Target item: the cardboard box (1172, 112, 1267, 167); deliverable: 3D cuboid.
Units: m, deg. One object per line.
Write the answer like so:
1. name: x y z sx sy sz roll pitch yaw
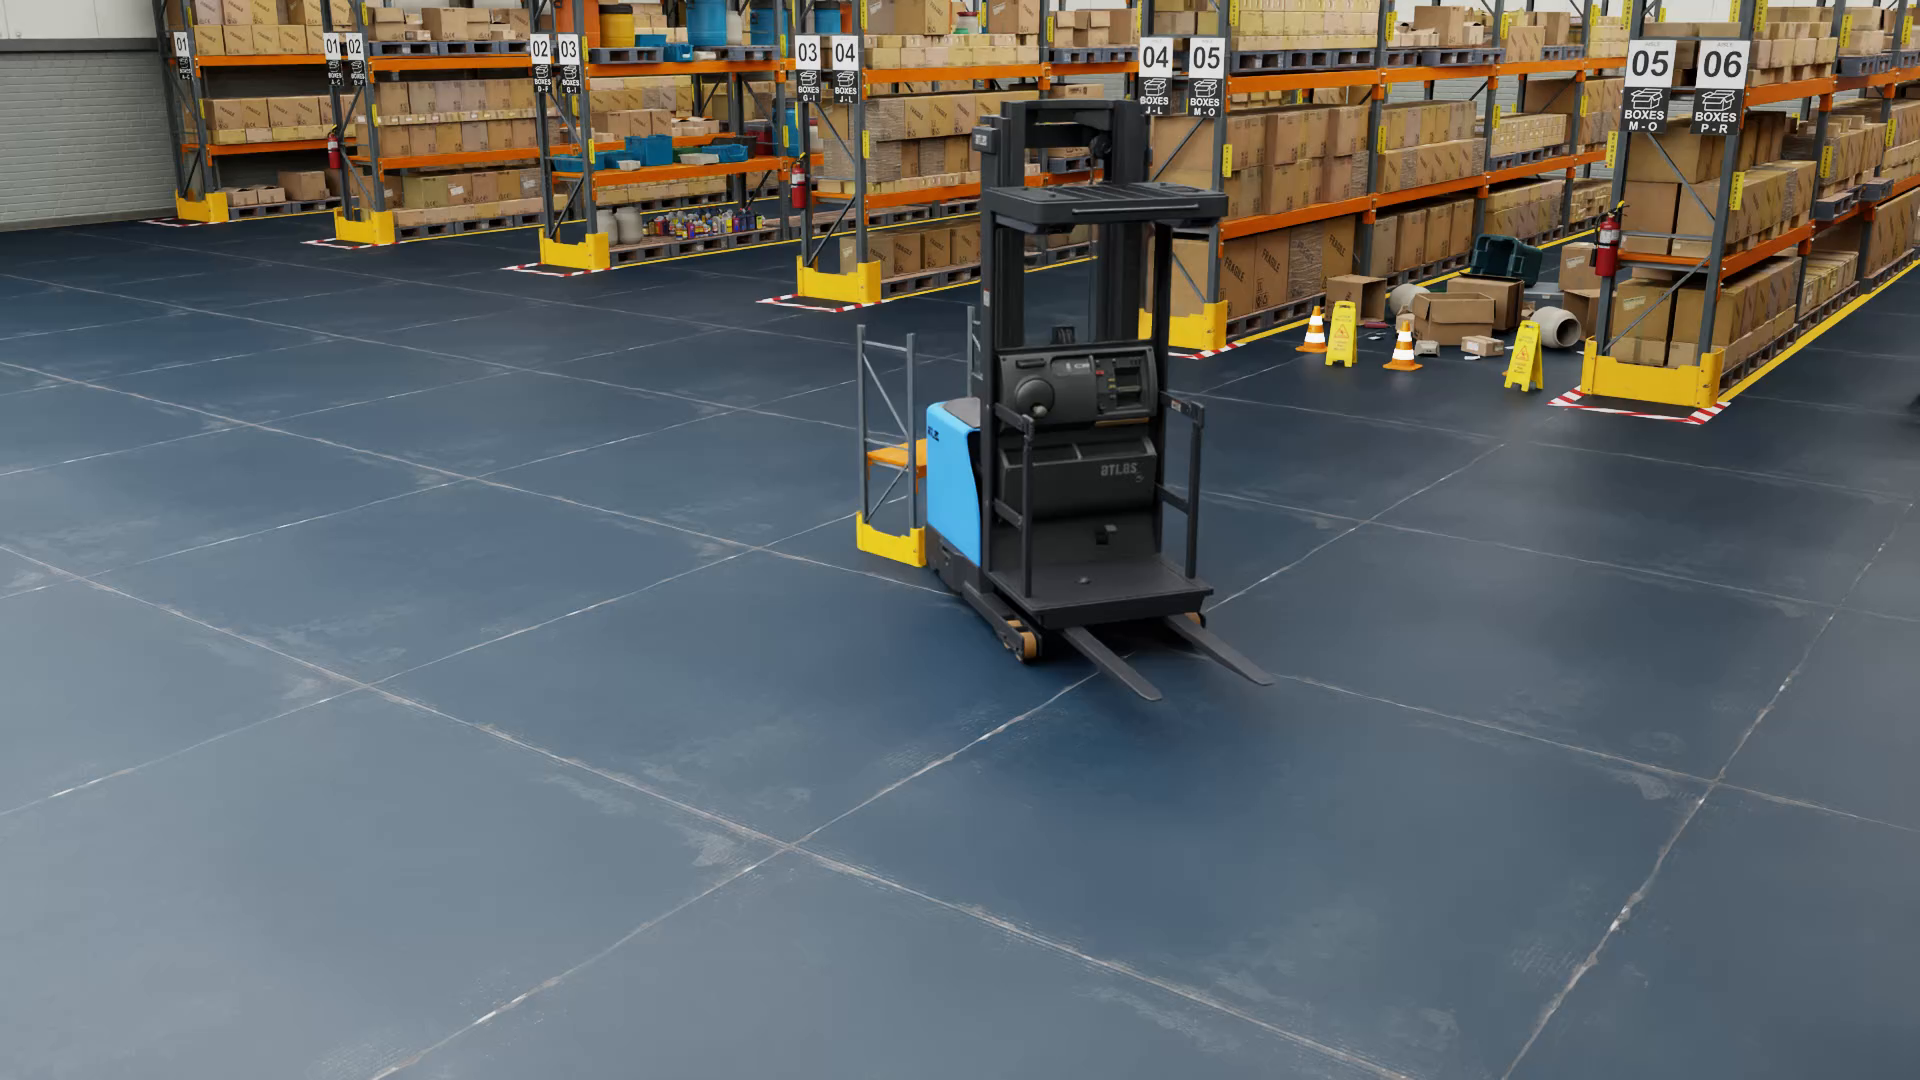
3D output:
1. cardboard box: 2.845 -4.413 18.323 0.875 0.550 0.550 12 21 35

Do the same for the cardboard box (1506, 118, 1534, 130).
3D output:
1. cardboard box: 8.470 -6.315 25.233 0.380 0.149 0.250 12 21 34

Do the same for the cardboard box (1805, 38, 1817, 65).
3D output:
1. cardboard box: 8.095 -4.810 16.368 0.500 0.250 0.500 12 21 34

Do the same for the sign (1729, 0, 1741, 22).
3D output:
1. sign: 8.310 -5.664 17.830 0.100 0.325 0.005 12 21 35

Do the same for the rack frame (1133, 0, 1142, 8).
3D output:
1. rack frame: 3.182 -9.268 25.915 1.000 3.000 0.127 12 21 35

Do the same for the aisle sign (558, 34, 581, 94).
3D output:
1. aisle sign: -5.370 -6.545 22.879 0.394 0.787 0.004 12 21 35

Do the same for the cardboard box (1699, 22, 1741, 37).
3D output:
1. cardboard box: 6.750 -4.488 14.660 0.380 0.149 0.250 12 21 34

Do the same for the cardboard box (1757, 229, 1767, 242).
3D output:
1. cardboard box: 7.711 -3.033 16.377 0.380 0.149 0.250 12 21 33

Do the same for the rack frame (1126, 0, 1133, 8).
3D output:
1. rack frame: 3.971 -12.049 34.869 1.000 3.000 0.127 12 21 35

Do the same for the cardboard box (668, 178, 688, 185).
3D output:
1. cardboard box: -5.493 -6.897 31.377 0.500 0.311 0.500 12 21 34

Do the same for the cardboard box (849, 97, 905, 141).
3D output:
1. cardboard box: -1.038 -5.248 20.728 0.500 0.500 0.500 12 21 35

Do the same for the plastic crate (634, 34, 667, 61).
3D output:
1. plastic crate: -4.668 -7.305 24.678 0.392 0.384 0.575 12 21 35

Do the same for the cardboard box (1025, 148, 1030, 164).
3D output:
1. cardboard box: 0.481 -5.544 23.367 0.875 0.500 0.500 12 21 35

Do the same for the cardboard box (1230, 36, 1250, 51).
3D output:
1. cardboard box: 2.801 -5.183 17.364 0.380 0.149 0.250 13 21 35

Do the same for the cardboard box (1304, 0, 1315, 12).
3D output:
1. cardboard box: 3.704 -5.925 18.411 0.380 0.149 0.250 13 21 35

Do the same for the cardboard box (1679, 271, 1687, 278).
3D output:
1. cardboard box: 6.960 -2.697 16.441 0.380 0.149 0.250 13 21 36

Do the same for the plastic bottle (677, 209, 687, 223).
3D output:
1. plastic bottle: -4.359 -5.005 26.029 0.144 0.351 0.185 12 21 34

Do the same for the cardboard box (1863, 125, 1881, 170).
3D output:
1. cardboard box: 10.794 -4.760 20.134 0.500 0.500 0.500 12 21 34

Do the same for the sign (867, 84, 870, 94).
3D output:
1. sign: -1.940 -9.563 35.027 0.100 0.325 0.005 12 21 35

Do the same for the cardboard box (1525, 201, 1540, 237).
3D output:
1. cardboard box: 8.635 -4.997 25.786 0.500 0.500 0.500 12 21 34

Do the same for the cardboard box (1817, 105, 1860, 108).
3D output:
1. cardboard box: 11.538 -5.470 21.946 0.500 0.500 0.500 13 21 36

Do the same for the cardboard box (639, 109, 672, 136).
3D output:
1. cardboard box: -5.758 -7.799 31.133 0.500 0.500 0.500 11 20 32

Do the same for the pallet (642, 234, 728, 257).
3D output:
1. pallet: -4.339 -4.549 25.537 1.003 0.211 1.213 12 21 35

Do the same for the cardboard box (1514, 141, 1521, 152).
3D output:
1. cardboard box: 8.171 -5.910 24.934 0.380 0.149 0.250 13 22 36

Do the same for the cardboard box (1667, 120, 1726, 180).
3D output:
1. cardboard box: 6.811 -3.693 15.722 0.700 0.500 0.500 13 21 35

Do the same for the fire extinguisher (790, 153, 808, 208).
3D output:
1. fire extinguisher: -2.023 -4.515 20.854 0.296 0.674 0.183 12 21 35

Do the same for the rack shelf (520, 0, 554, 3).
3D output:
1. rack shelf: -9.943 -10.883 33.002 1.077 0.370 4.000 12 21 35

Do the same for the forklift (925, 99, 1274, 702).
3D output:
1. forklift: 0.739 -0.870 9.105 1.130 2.935 3.031 -6 18 -18

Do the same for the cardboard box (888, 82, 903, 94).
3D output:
1. cardboard box: -1.574 -9.818 35.946 0.500 0.500 0.500 12 21 33

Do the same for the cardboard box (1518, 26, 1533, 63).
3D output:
1. cardboard box: 7.952 -7.192 24.119 0.500 0.500 0.500 12 21 35

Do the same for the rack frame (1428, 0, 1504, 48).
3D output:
1. rack frame: 7.106 -8.367 23.015 1.000 3.000 0.127 12 21 35

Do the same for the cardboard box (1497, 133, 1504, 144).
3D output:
1. cardboard box: 7.715 -5.870 24.301 0.380 0.149 0.250 14 22 37

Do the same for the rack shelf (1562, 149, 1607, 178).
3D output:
1. rack shelf: 10.681 -6.588 28.613 1.077 0.370 4.000 12 21 35

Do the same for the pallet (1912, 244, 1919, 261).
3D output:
1. pallet: 14.040 -4.440 25.185 1.003 0.211 1.213 12 21 35

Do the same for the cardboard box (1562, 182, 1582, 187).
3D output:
1. cardboard box: 10.712 -6.204 29.259 0.380 0.149 0.250 13 22 37

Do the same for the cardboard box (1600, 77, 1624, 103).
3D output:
1. cardboard box: 11.195 -7.676 28.548 0.500 0.500 0.500 14 22 37

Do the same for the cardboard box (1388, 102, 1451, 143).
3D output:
1. cardboard box: 6.226 -5.679 22.619 0.700 0.500 0.500 12 21 34

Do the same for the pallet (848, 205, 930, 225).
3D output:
1. pallet: -1.288 -5.769 29.464 1.003 0.211 1.213 12 21 35

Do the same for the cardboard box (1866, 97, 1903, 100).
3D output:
1. cardboard box: 13.584 -6.291 24.589 0.500 0.500 0.500 12 21 34

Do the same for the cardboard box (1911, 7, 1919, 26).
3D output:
1. cardboard box: 14.044 -7.436 24.028 0.500 0.500 0.500 13 21 36

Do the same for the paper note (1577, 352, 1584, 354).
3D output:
1. paper note: 6.602 -1.984 17.581 0.142 0.019 0.148 5 18 16

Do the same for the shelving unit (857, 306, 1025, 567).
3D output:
1. shelving unit: -0.105 -0.717 11.023 0.587 1.500 1.083 16 23 42

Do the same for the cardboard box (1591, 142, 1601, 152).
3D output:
1. cardboard box: 10.501 -6.604 27.877 0.380 0.149 0.250 13 21 36

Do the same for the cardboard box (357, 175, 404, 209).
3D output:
1. cardboard box: -9.457 -5.675 27.123 0.500 0.500 0.500 12 21 35

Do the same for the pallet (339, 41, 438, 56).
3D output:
1. pallet: -9.096 -7.803 26.404 1.003 0.211 1.213 12 21 35

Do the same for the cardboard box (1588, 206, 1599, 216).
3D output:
1. cardboard box: 10.704 -5.640 28.448 0.380 0.149 0.250 12 21 33

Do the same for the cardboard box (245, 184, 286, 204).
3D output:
1. cardboard box: -12.694 -6.334 30.374 0.500 0.311 0.500 15 22 39

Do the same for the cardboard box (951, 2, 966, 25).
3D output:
1. cardboard box: -0.297 -11.892 37.569 0.700 0.500 0.500 12 21 35

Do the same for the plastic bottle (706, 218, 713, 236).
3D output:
1. plastic bottle: -3.847 -4.810 25.534 0.097 0.271 0.097 0 17 0

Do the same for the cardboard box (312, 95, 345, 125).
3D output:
1. cardboard box: -11.770 -7.967 30.795 0.500 0.500 0.500 12 21 33

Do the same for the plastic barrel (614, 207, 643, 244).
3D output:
1. plastic barrel: -4.933 -4.675 24.726 0.421 0.512 0.421 0 17 0

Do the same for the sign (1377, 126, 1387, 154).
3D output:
1. sign: 5.169 -4.903 20.382 0.100 0.325 0.005 12 21 35

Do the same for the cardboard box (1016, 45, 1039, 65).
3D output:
1. cardboard box: 0.737 -6.656 22.816 0.500 0.250 0.500 13 22 37

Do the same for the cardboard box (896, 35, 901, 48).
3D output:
1. cardboard box: -0.951 -6.200 20.674 0.380 0.149 0.250 12 21 34

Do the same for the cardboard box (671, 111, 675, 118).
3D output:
1. cardboard box: -6.664 -9.622 37.562 0.380 0.149 0.250 13 22 36

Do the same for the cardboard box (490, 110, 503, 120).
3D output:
1. cardboard box: -7.902 -7.154 27.962 0.380 0.149 0.250 13 22 36

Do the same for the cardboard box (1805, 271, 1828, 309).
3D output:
1. cardboard box: 9.494 -2.942 19.382 0.950 0.372 0.625 14 22 38

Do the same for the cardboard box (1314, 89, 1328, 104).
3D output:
1. cardboard box: 6.356 -7.969 30.334 0.500 0.500 0.500 12 21 35
